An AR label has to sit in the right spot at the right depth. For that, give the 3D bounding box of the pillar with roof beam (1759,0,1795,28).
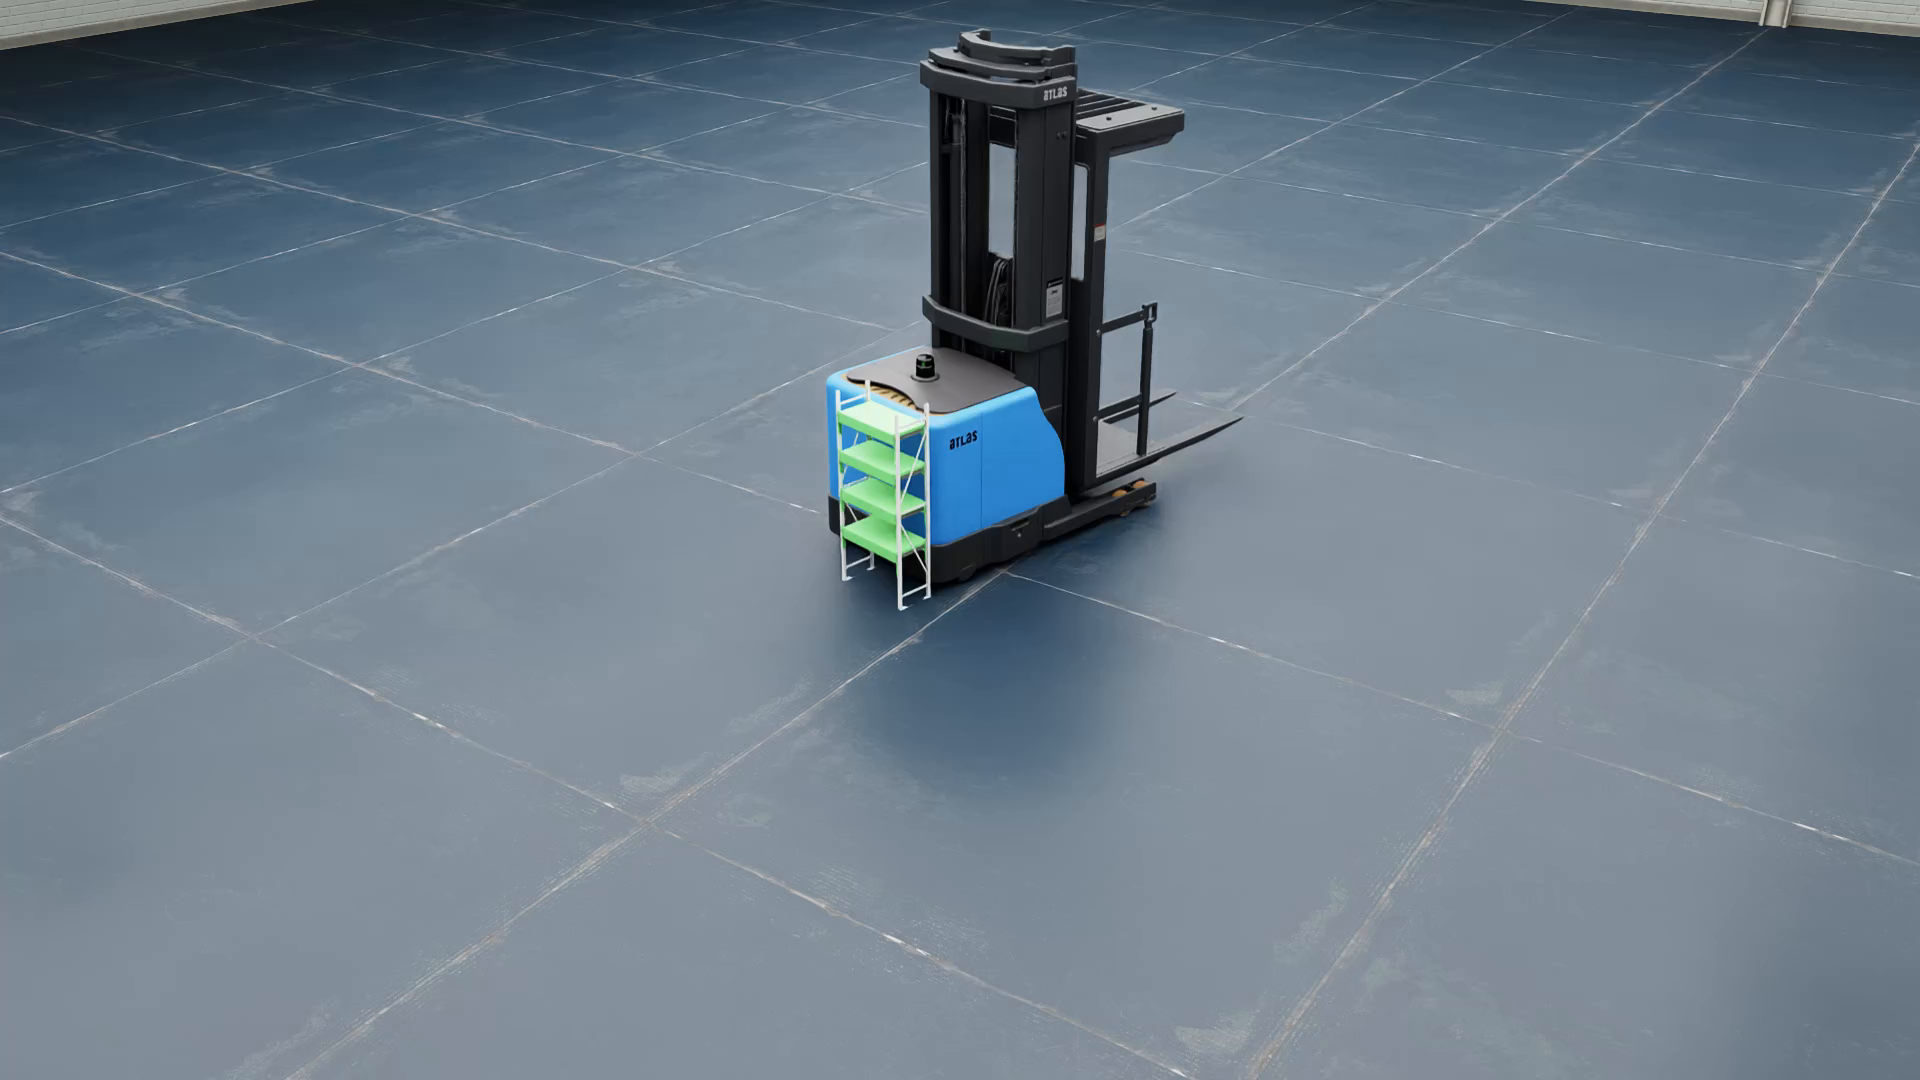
[{"bbox_3d":[10.382,-10.508,20.977,0.400,9.000,9.100,17,32,30],"label":"pillar with roof beam"}]

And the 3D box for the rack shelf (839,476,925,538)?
[{"bbox_3d":[-0.431,-0.193,9.447,0.258,0.148,0.480,-24,35,-38],"label":"rack shelf"}]

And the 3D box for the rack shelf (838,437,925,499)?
[{"bbox_3d":[-0.431,-0.407,9.338,0.258,0.148,0.480,-24,35,-38],"label":"rack shelf"}]

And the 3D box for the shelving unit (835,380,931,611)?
[{"bbox_3d":[-0.431,-0.250,9.418,0.258,1.200,0.503,-24,35,-38],"label":"shelving unit"}]

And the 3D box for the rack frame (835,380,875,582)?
[{"bbox_3d":[-0.601,-0.329,9.575,0.240,1.200,0.015,-24,35,-38],"label":"rack frame"}]

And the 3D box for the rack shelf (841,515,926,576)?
[{"bbox_3d":[-0.431,0.021,9.556,0.258,0.148,0.480,-24,35,-38],"label":"rack shelf"}]

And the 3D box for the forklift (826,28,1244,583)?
[{"bbox_3d":[0.620,-1.612,10.186,3.031,2.935,1.130,-23,35,-37],"label":"forklift"}]

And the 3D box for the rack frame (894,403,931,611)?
[{"bbox_3d":[-0.261,-0.170,9.262,0.240,1.200,0.015,-24,35,-38],"label":"rack frame"}]

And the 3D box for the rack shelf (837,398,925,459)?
[{"bbox_3d":[-0.431,-0.621,9.230,0.258,0.148,0.480,-24,35,-38],"label":"rack shelf"}]
